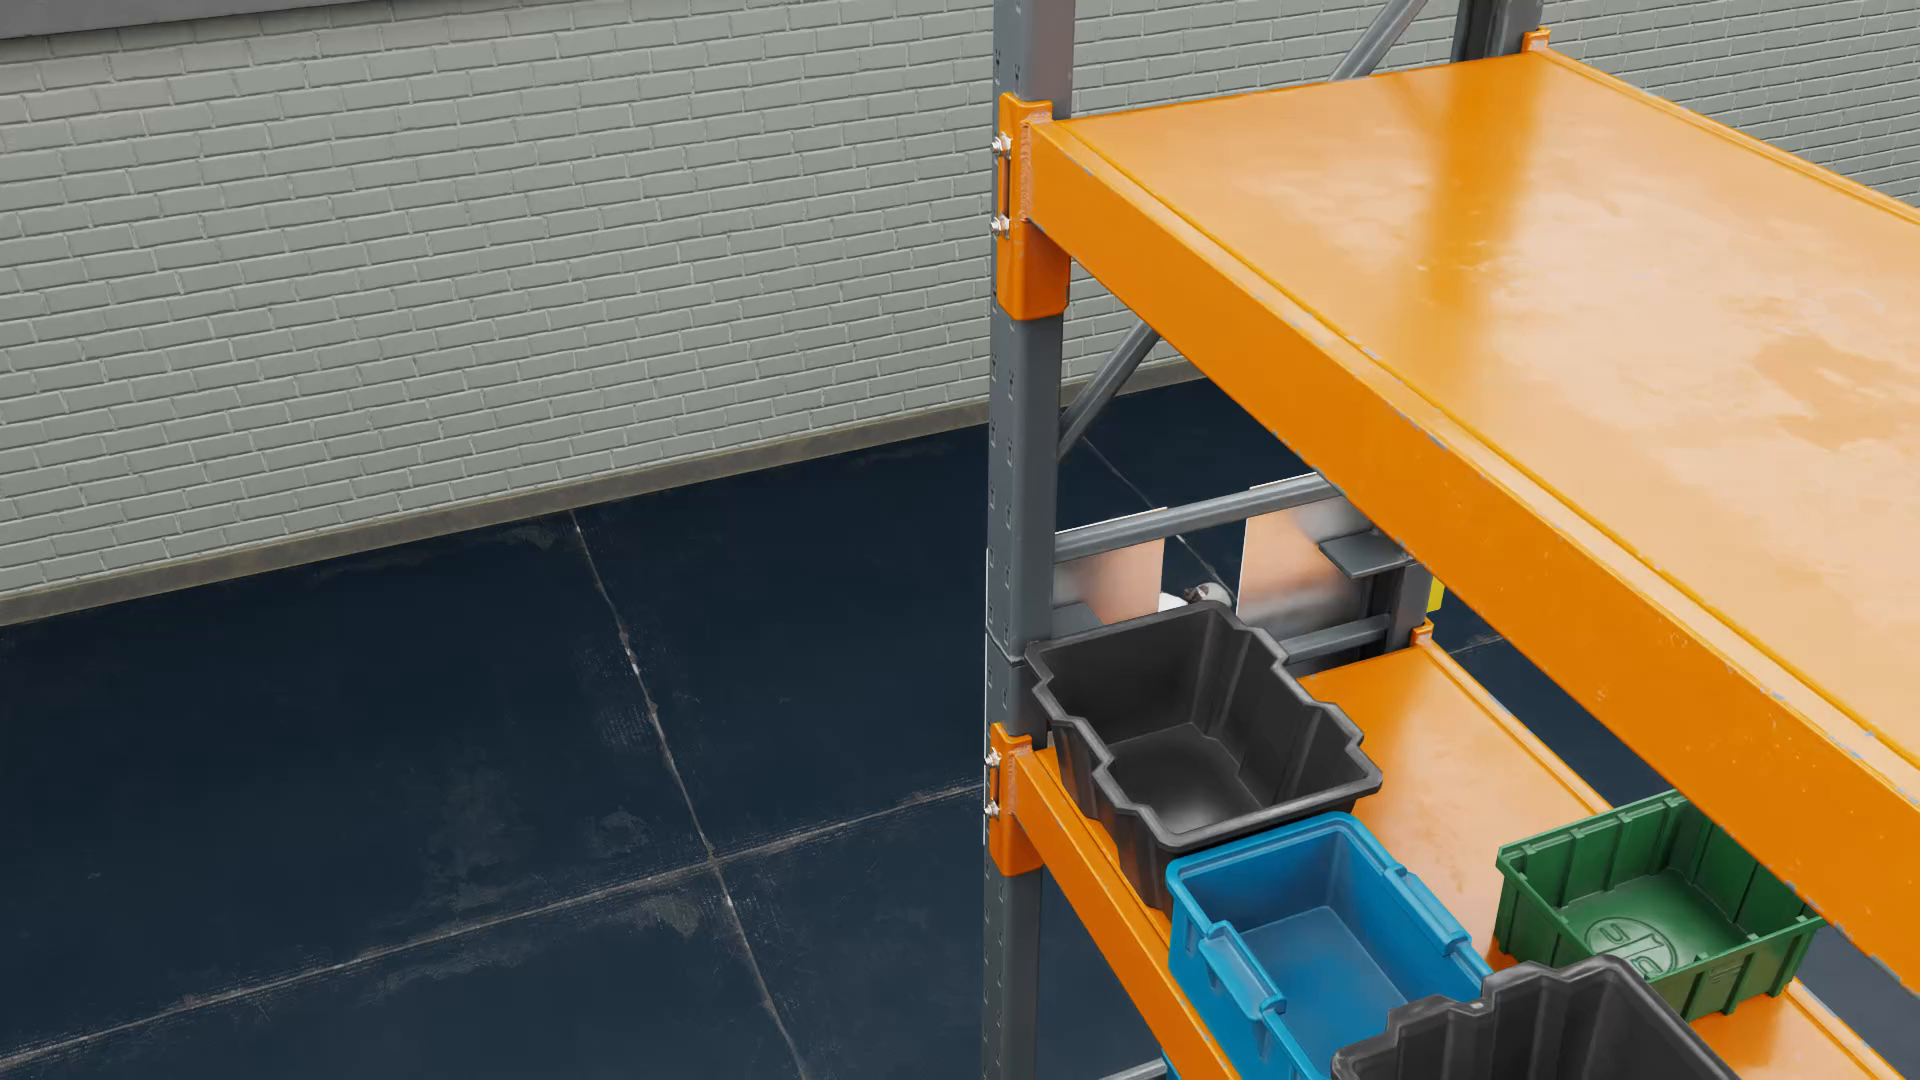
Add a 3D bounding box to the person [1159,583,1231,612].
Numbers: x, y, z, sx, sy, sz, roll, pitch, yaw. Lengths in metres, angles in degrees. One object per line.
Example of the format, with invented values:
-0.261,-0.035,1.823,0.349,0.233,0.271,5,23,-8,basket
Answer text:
0.805,0.615,7.474,0.919,0.772,0.513,-14,36,-20,person
